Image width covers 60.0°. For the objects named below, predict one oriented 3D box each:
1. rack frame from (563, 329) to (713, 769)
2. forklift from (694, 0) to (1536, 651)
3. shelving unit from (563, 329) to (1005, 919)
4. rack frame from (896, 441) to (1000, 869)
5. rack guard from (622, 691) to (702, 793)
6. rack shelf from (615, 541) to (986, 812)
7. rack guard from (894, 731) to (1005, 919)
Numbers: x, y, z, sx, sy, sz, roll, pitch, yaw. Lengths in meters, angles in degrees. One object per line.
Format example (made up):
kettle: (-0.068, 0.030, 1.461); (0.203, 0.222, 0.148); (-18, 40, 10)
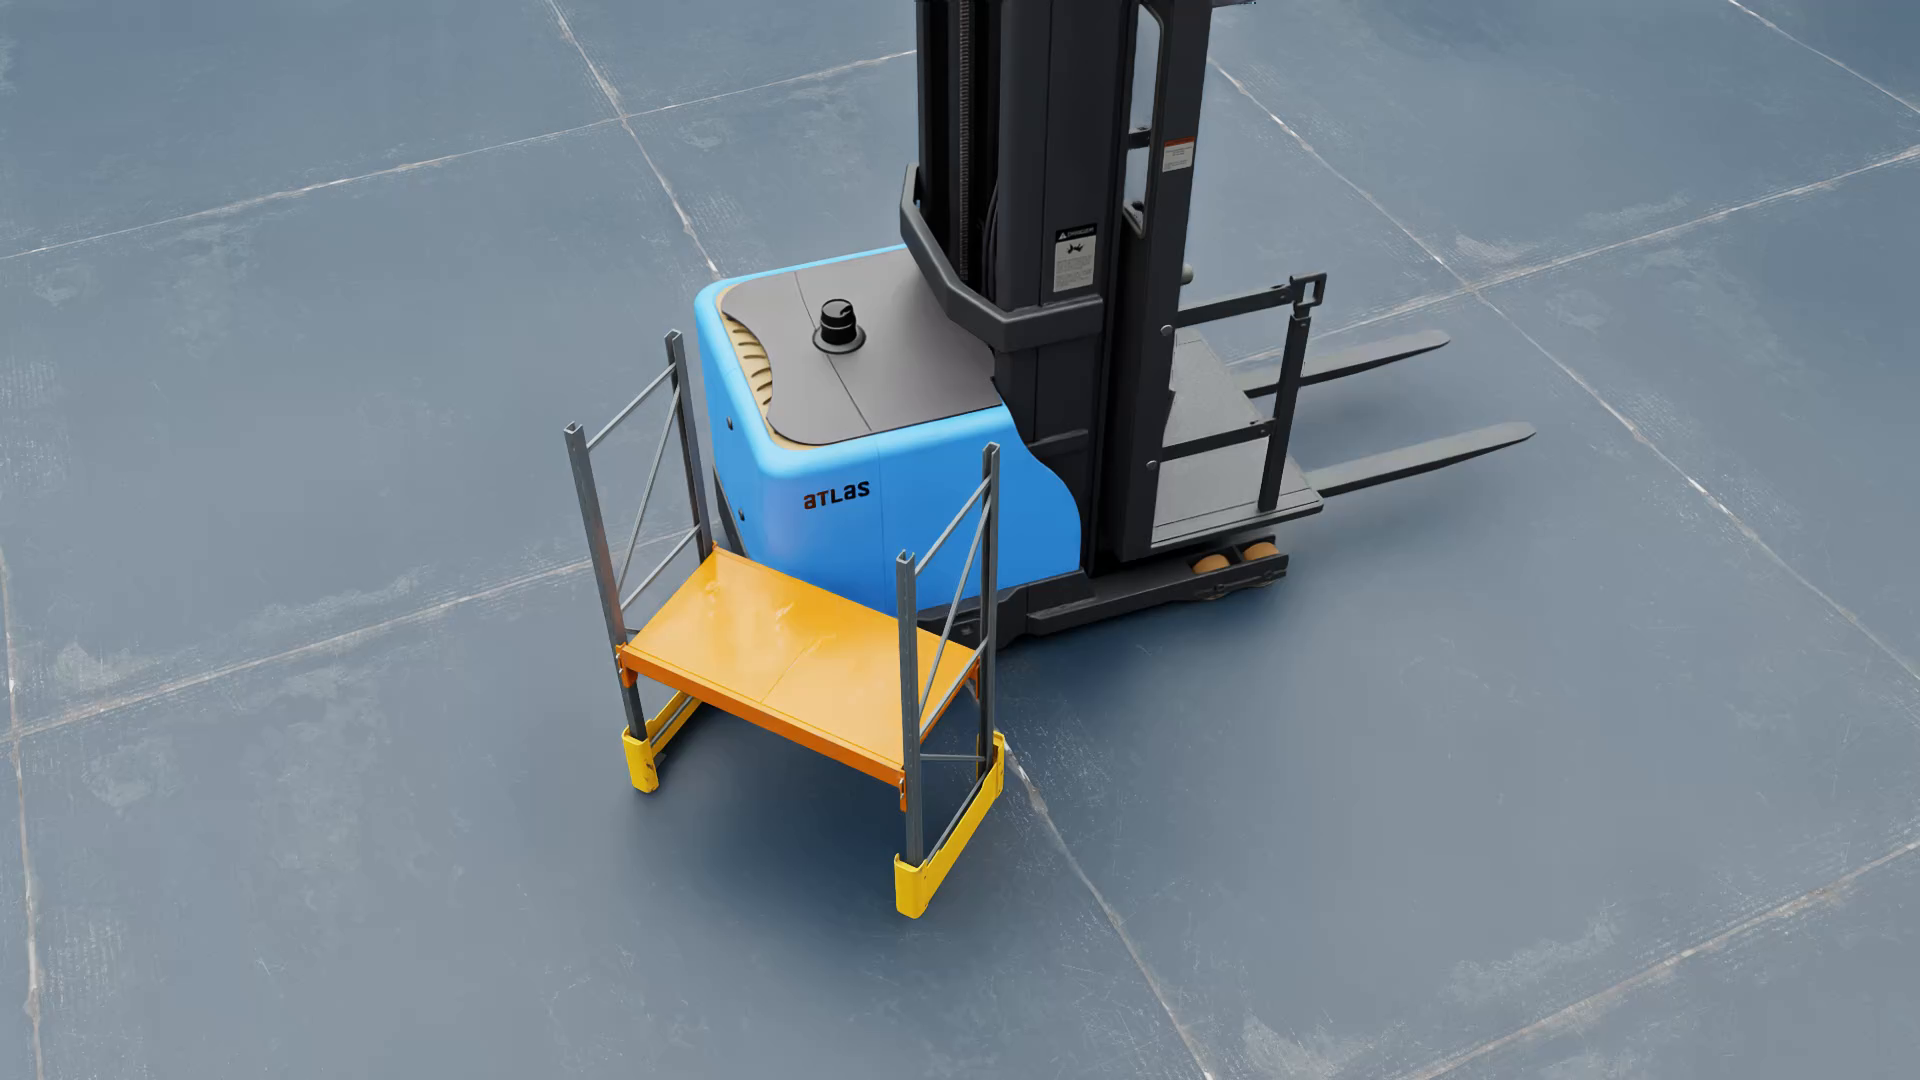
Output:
rack frame: (-0.920, 0.094, 5.087); (0.032, 1.500, 0.500); (21, 48, 20)
forklift: (0.665, -1.164, 5.343); (3.031, 2.935, 1.130); (-14, 46, -14)
shelving unit: (-0.465, 0.266, 4.912); (1.083, 1.500, 0.587); (21, 48, 20)
rack frame: (-0.026, 0.433, 4.743); (0.032, 1.500, 0.500); (21, 48, 20)
rack guard: (-0.903, 0.545, 5.520); (0.087, 0.250, 0.587); (21, 48, 20)
rack shelf: (-0.473, 0.391, 5.042); (1.000, 0.185, 0.538); (21, 48, 20)
rack guard: (-0.027, 0.878, 5.183); (0.087, 0.250, 0.587); (21, 48, 20)
